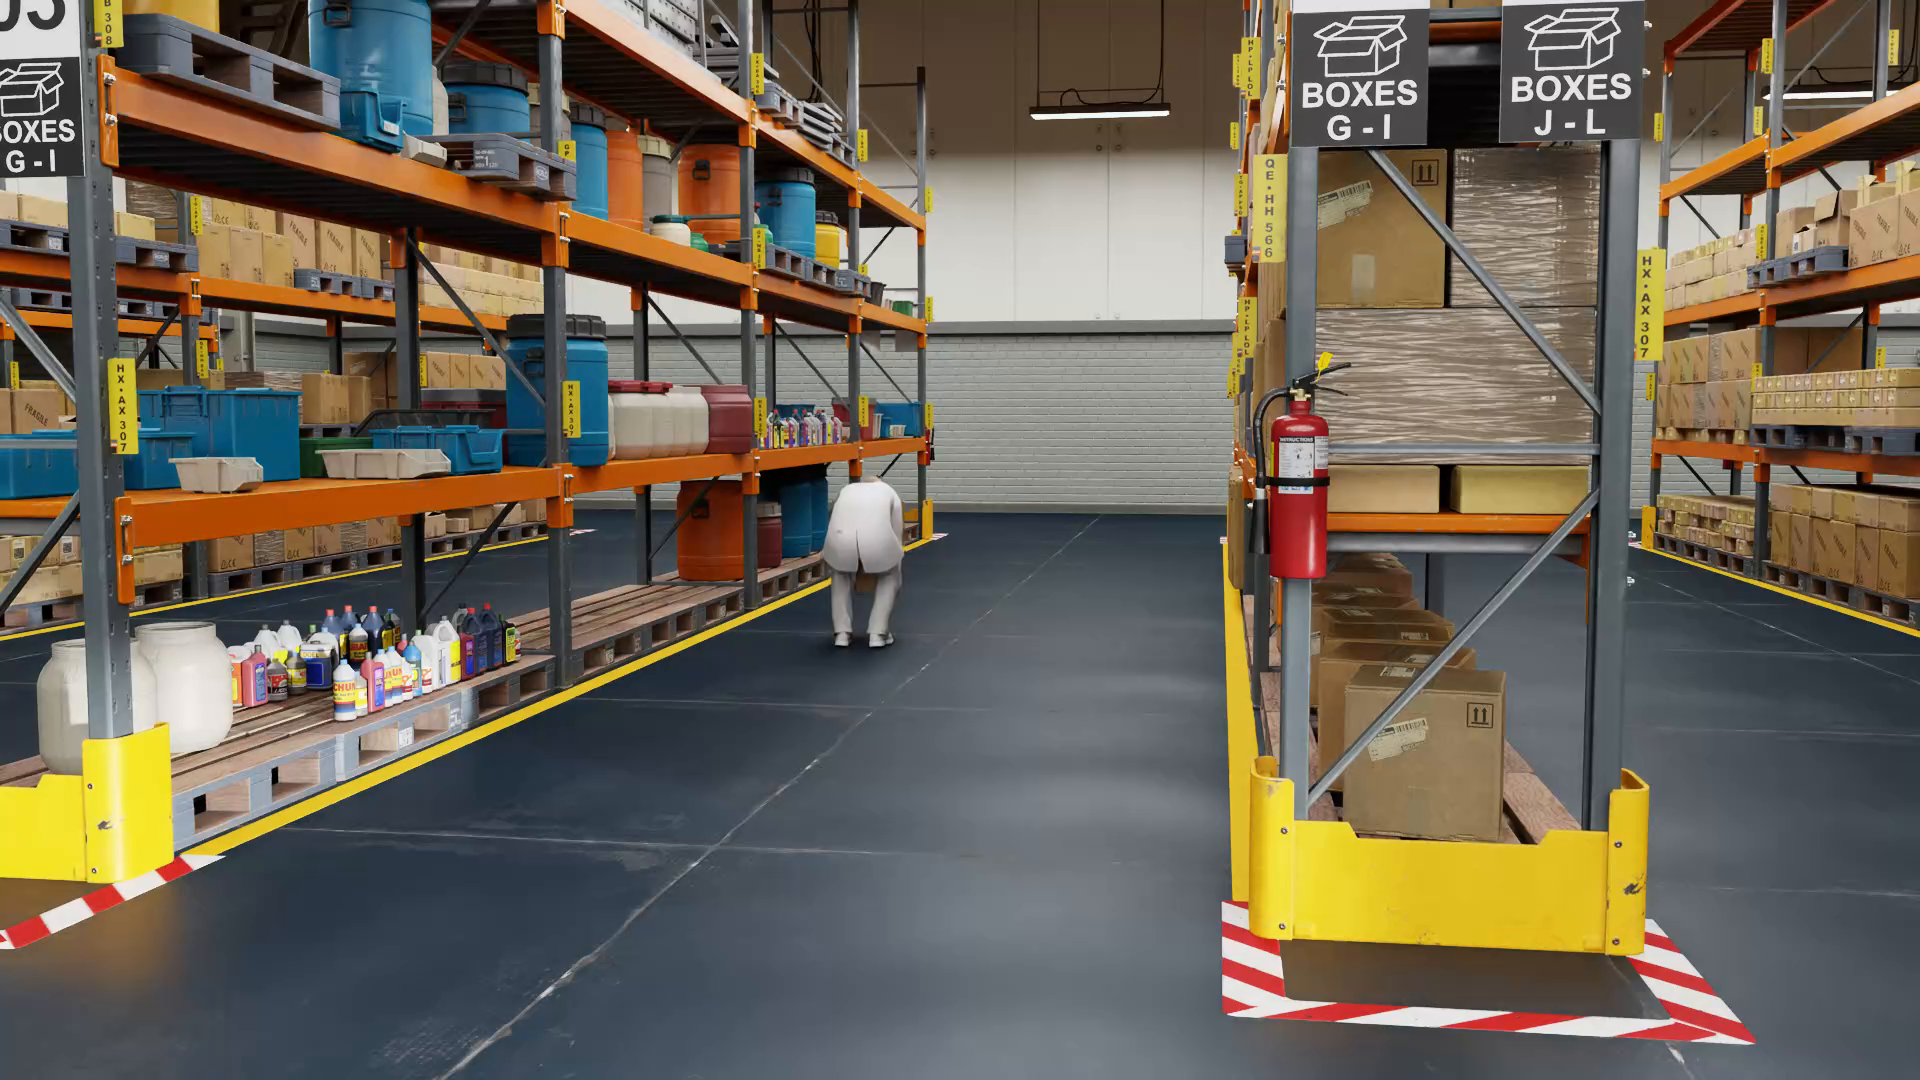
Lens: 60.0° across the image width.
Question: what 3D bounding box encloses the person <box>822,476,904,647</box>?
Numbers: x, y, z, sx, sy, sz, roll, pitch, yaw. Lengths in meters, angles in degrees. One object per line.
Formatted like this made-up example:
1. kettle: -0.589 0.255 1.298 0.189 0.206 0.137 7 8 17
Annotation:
1. person: -0.659 0.142 11.776 0.583 1.162 0.934 0 4 6
